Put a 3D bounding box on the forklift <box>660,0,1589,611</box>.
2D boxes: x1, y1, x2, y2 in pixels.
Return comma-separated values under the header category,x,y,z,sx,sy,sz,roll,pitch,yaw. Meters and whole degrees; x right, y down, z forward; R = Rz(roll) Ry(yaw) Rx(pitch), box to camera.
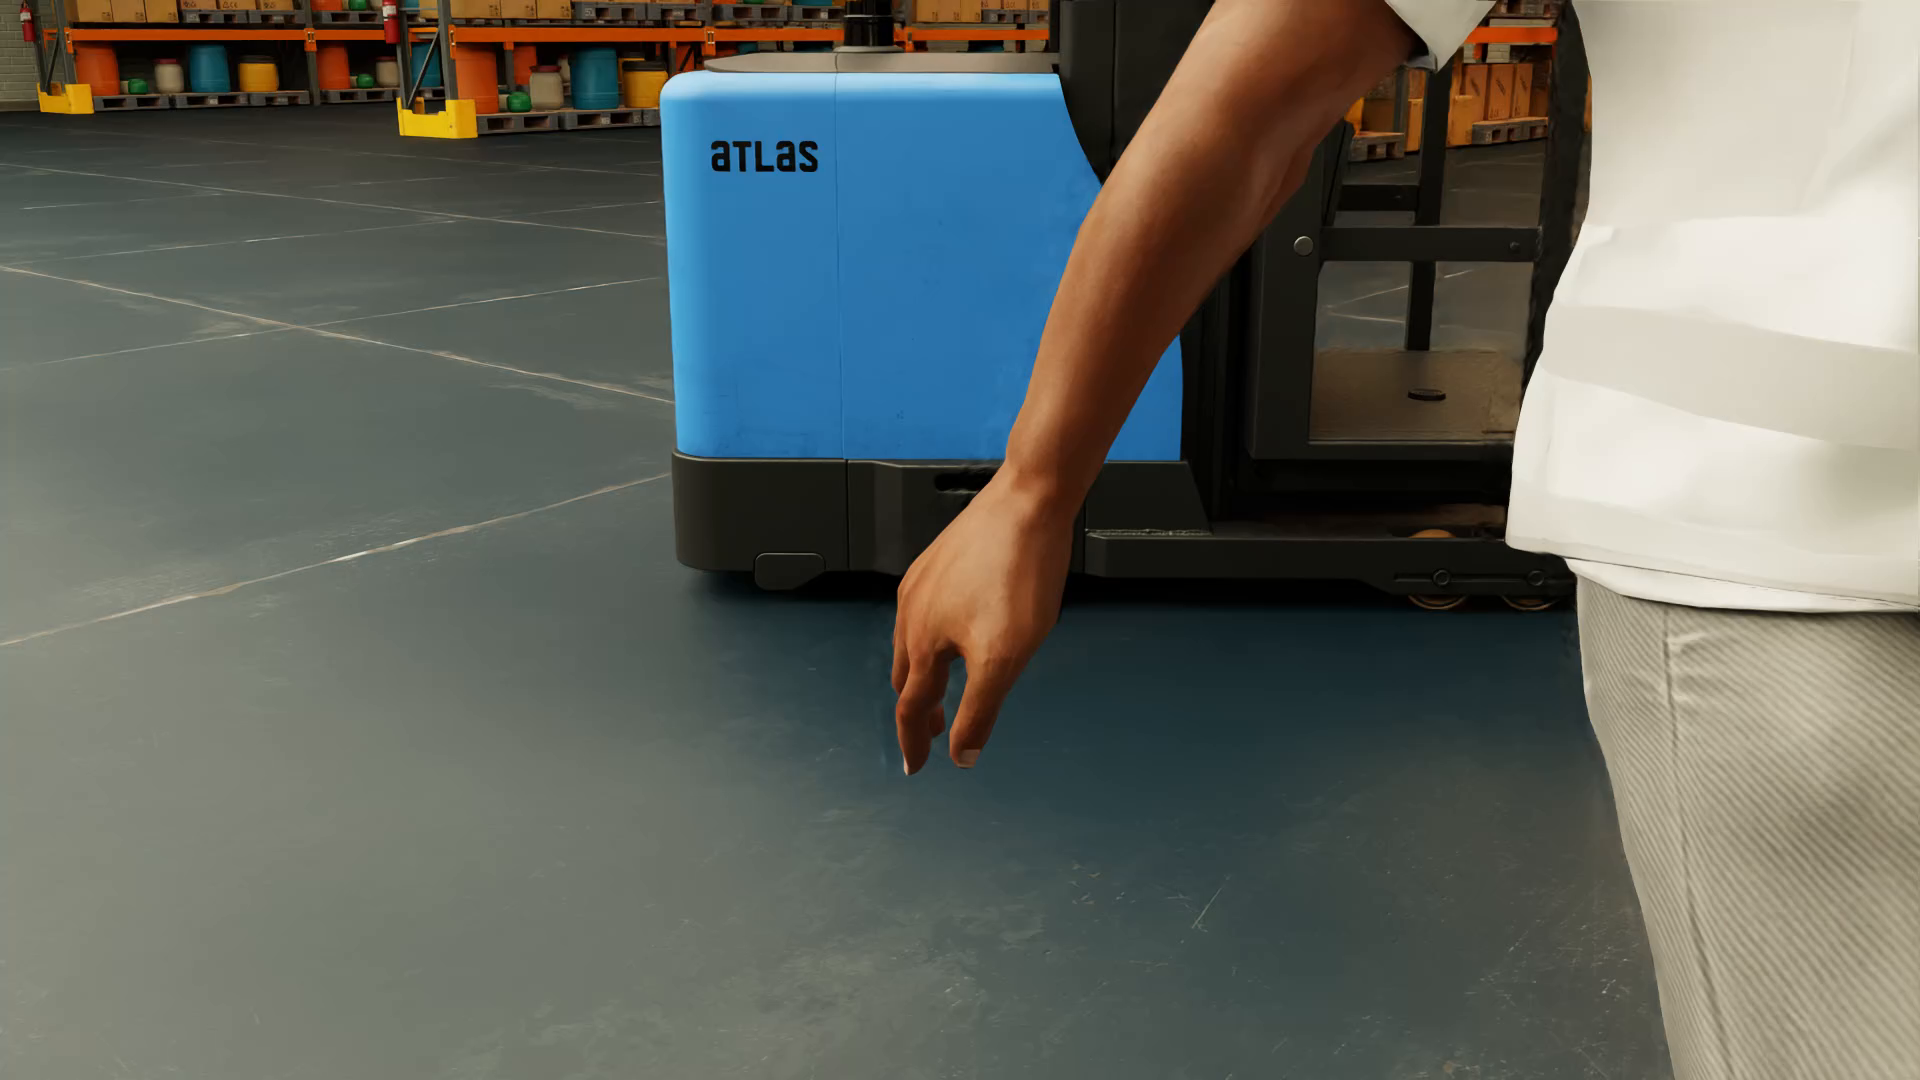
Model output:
category,x,y,z,sx,sy,sz,roll,pitch,yaw
forklift,0.915,-1.412,3.546,3.031,2.935,1.130,0,17,1
